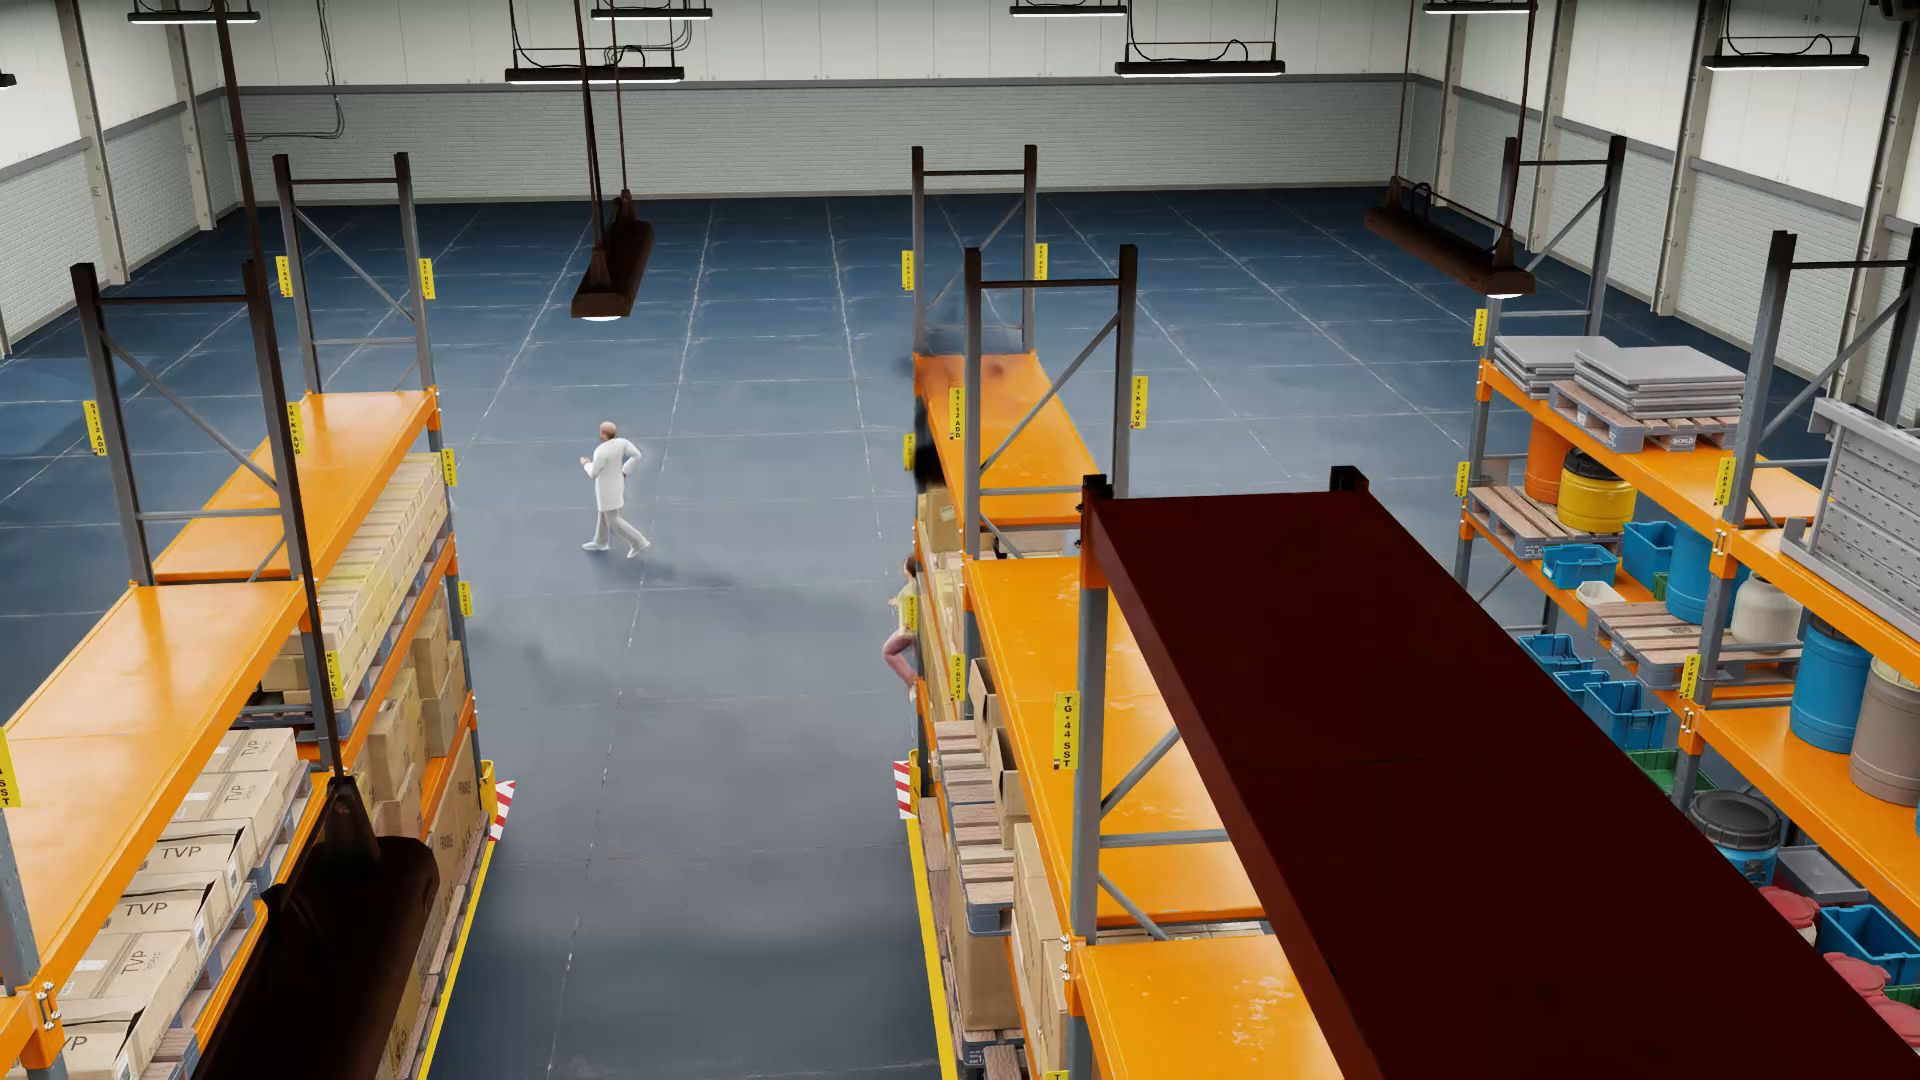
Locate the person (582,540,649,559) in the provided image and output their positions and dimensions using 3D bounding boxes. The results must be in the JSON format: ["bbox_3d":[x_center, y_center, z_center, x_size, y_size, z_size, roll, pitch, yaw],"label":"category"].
[{"bbox_3d":[-4.354,-0.478,20.797,1.065,1.441,0.257,8,23,19],"label":"person"}]

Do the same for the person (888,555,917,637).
[{"bbox_3d":[-0.535,0.555,16.911,0.617,0.830,0.592,17,27,36],"label":"person"}]
